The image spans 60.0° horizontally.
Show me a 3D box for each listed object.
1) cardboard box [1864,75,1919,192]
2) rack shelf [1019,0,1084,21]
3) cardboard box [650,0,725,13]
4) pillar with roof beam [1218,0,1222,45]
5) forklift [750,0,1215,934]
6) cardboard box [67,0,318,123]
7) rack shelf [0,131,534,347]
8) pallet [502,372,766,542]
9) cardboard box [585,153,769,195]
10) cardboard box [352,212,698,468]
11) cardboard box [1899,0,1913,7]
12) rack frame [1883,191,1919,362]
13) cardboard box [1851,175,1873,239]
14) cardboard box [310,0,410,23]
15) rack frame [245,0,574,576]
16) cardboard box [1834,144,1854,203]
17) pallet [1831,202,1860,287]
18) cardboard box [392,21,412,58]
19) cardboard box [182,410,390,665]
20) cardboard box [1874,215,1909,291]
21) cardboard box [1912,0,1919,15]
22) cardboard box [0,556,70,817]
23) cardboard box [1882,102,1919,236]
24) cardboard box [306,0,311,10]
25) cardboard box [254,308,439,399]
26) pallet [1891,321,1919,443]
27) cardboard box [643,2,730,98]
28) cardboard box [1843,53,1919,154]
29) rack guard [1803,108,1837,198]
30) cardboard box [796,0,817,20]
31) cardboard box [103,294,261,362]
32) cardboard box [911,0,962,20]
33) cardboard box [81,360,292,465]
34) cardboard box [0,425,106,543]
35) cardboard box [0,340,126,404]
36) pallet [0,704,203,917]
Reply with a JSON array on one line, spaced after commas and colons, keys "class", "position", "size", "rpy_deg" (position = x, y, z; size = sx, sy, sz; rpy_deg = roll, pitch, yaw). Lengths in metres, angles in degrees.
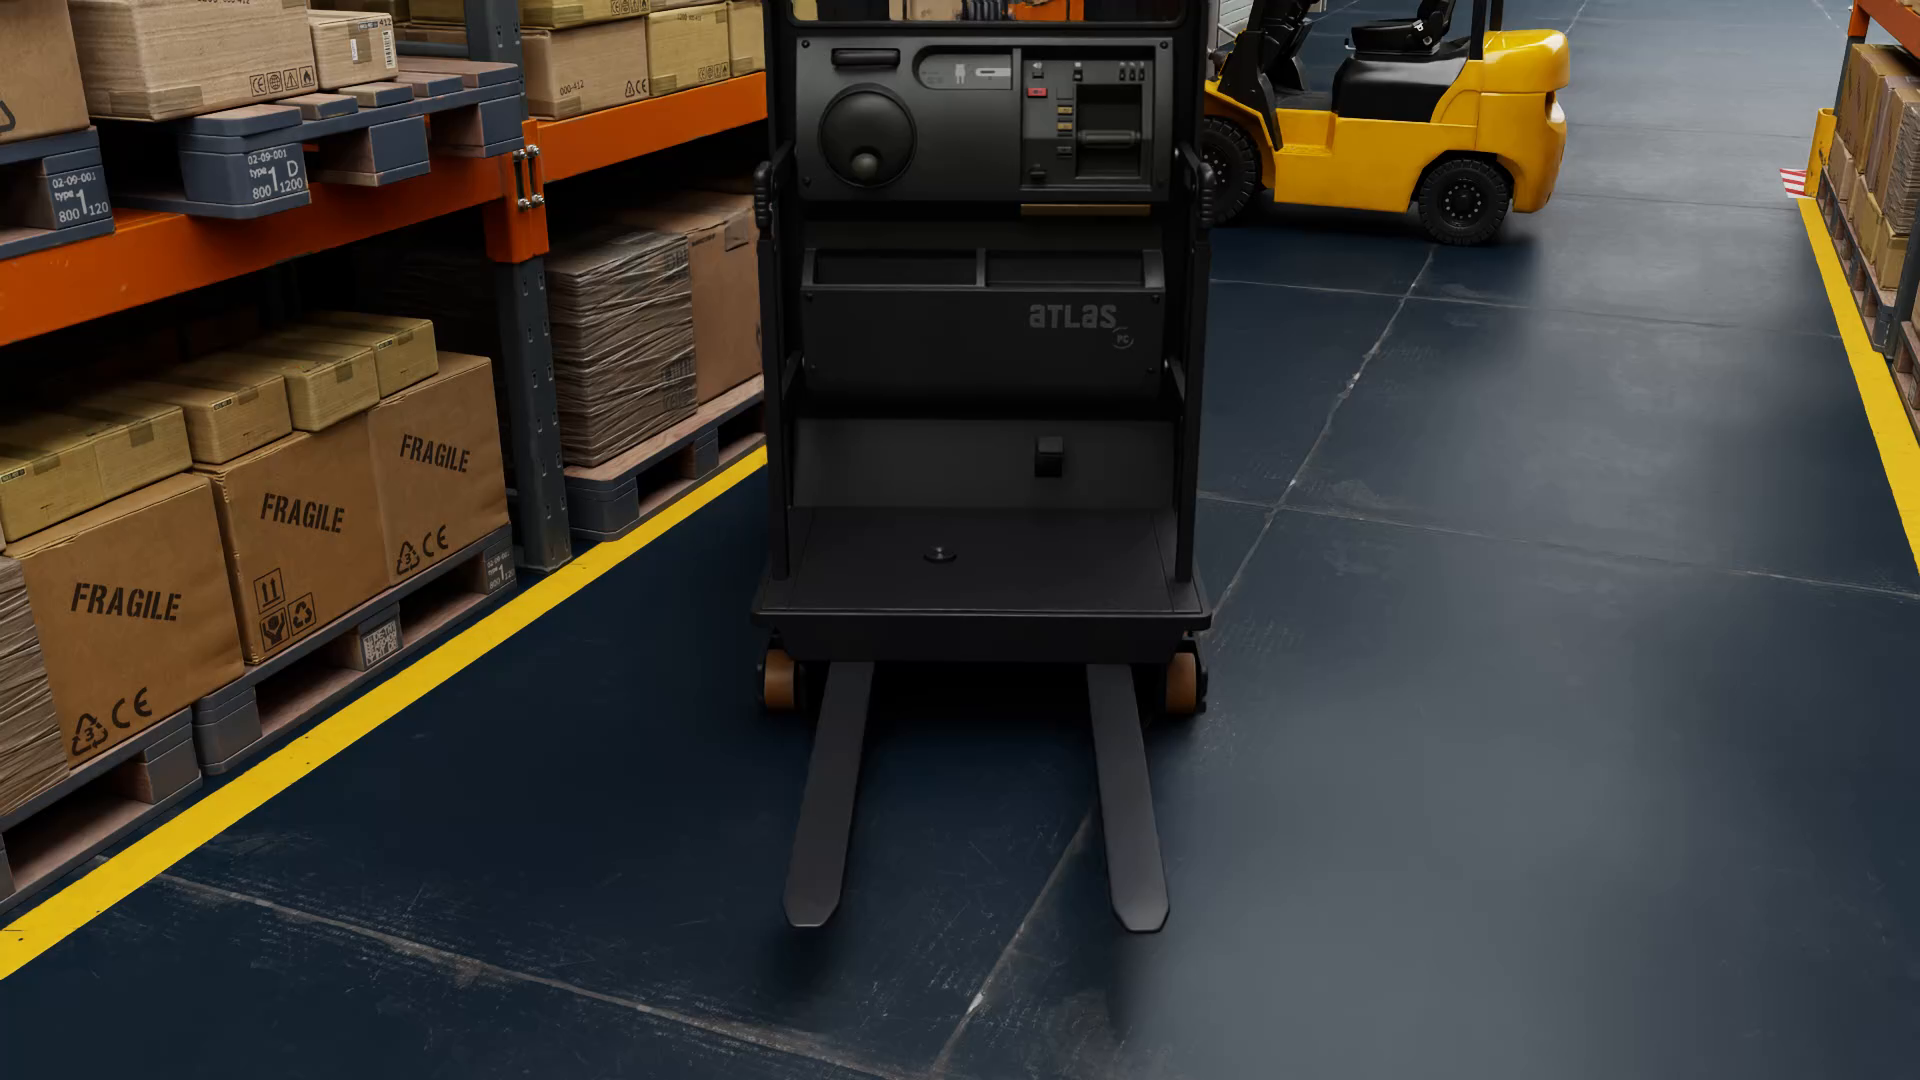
[{"class": "cardboard box", "position": [4.769, -1.979, 8.146], "size": [0.500, 0.500, 0.500], "rpy_deg": [10, 25, 23]}, {"class": "rack shelf", "position": [0.556, -3.186, 9.919], "size": [1.077, 0.370, 4.000], "rpy_deg": [9, 24, 20]}, {"class": "cardboard box", "position": [-1.094, -1.835, 5.297], "size": [0.500, 0.250, 0.500], "rpy_deg": [10, 25, 22]}, {"class": "pillar with roof beam", "position": [6.429, -8.412, 13.714], "size": [9.100, 9.000, 0.400], "rpy_deg": [9, 24, 20]}, {"class": "forklift", "position": [0.058, -1.030, 3.913], "size": [1.130, 2.935, 3.031], "rpy_deg": [0, 23, 1]}, {"class": "cardboard box", "position": [-1.764, -1.071, 3.573], "size": [0.500, 0.250, 0.500], "rpy_deg": [8, 24, 18]}, {"class": "rack shelf", "position": [-2.416, -0.323, 3.065], "size": [1.077, 0.370, 4.000], "rpy_deg": [9, 24, 20]}, {"class": "pallet", "position": [-1.331, -0.373, 5.869], "size": [1.003, 0.211, 1.213], "rpy_deg": [9, 24, 20]}, {"class": "cardboard box", "position": [-0.943, -1.166, 6.685], "size": [0.875, 0.625, 0.625], "rpy_deg": [8, 24, 18]}, {"class": "cardboard box", "position": [-1.429, -0.690, 5.546], "size": [0.875, 0.625, 0.625], "rpy_deg": [10, 25, 22]}, {"class": "cardboard box", "position": [4.818, -2.684, 8.110], "size": [0.380, 0.149, 0.250], "rpy_deg": [9, 24, 21]}, {"class": "rack frame", "position": [4.423, -2.093, 6.368], "size": [1.000, 3.000, 0.127], "rpy_deg": [9, 24, 20]}, {"class": "cardboard box", "position": [4.774, -1.641, 8.310], "size": [0.500, 0.250, 0.500], "rpy_deg": [9, 24, 21]}, {"class": "cardboard box", "position": [-1.764, -1.733, 5.052], "size": [0.500, 0.250, 0.500], "rpy_deg": [9, 24, 21]}, {"class": "rack frame", "position": [-1.673, -1.371, 4.640], "size": [1.000, 3.000, 0.127], "rpy_deg": [9, 24, 20]}, {"class": "cardboard box", "position": [5.155, -2.019, 9.213], "size": [0.500, 0.250, 0.500], "rpy_deg": [10, 25, 22]}, {"class": "pallet", "position": [5.091, -1.490, 8.542], "size": [1.003, 0.211, 1.213], "rpy_deg": [9, 24, 20]}, {"class": "cardboard box", "position": [-1.744, -1.499, 5.141], "size": [0.500, 0.250, 0.500], "rpy_deg": [8, 24, 19]}, {"class": "cardboard box", "position": [-1.826, -0.051, 4.179], "size": [0.500, 0.500, 0.500], "rpy_deg": [8, 24, 19]}, {"class": "cardboard box", "position": [4.393, -1.268, 7.416], "size": [0.500, 0.250, 0.500], "rpy_deg": [10, 25, 22]}, {"class": "cardboard box", "position": [4.633, -2.500, 7.668], "size": [0.380, 0.149, 0.250], "rpy_deg": [8, 24, 19]}, {"class": "cardboard box", "position": [-2.194, 0.325, 3.279], "size": [0.500, 0.500, 0.500], "rpy_deg": [8, 24, 18]}, {"class": "cardboard box", "position": [4.393, -1.614, 7.272], "size": [0.500, 0.500, 0.500], "rpy_deg": [8, 24, 19]}, {"class": "cardboard box", "position": [-2.009, -1.449, 4.152], "size": [0.500, 0.500, 0.500], "rpy_deg": [10, 25, 23]}, {"class": "cardboard box", "position": [-1.621, -0.497, 4.406], "size": [0.380, 0.149, 0.250], "rpy_deg": [8, 24, 17]}, {"class": "pallet", "position": [4.135, -0.527, 6.238], "size": [1.003, 0.211, 1.213], "rpy_deg": [9, 24, 20]}, {"class": "cardboard box", "position": [-1.090, -1.605, 5.394], "size": [0.500, 0.250, 0.500], "rpy_deg": [8, 24, 19]}, {"class": "cardboard box", "position": [5.154, -2.350, 9.033], "size": [0.500, 0.500, 0.500], "rpy_deg": [8, 24, 18]}, {"class": "rack guard", "position": [5.880, -2.344, 10.212], "size": [1.175, 0.500, 0.348], "rpy_deg": [9, 24, 20]}, {"class": "cardboard box", "position": [-0.711, -1.975, 6.282], "size": [0.500, 0.250, 0.500], "rpy_deg": [10, 25, 22]}, {"class": "cardboard box", "position": [-2.156, -0.568, 4.575], "size": [0.380, 0.149, 0.250], "rpy_deg": [10, 25, 23]}, {"class": "cardboard box", "position": [-0.313, -2.334, 7.141], "size": [0.500, 0.250, 0.500], "rpy_deg": [9, 24, 20]}, {"class": "cardboard box", "position": [-1.833, -0.307, 3.951], "size": [0.380, 0.149, 0.250], "rpy_deg": [8, 24, 18]}, {"class": "cardboard box", "position": [-2.065, -0.130, 3.526], "size": [0.380, 0.149, 0.250], "rpy_deg": [8, 24, 19]}, {"class": "cardboard box", "position": [-2.298, -0.377, 4.117], "size": [0.380, 0.149, 0.250], "rpy_deg": [9, 24, 21]}, {"class": "pallet", "position": [-2.440, 0.613, 3.509], "size": [1.003, 0.211, 1.213], "rpy_deg": [9, 24, 20]}]
